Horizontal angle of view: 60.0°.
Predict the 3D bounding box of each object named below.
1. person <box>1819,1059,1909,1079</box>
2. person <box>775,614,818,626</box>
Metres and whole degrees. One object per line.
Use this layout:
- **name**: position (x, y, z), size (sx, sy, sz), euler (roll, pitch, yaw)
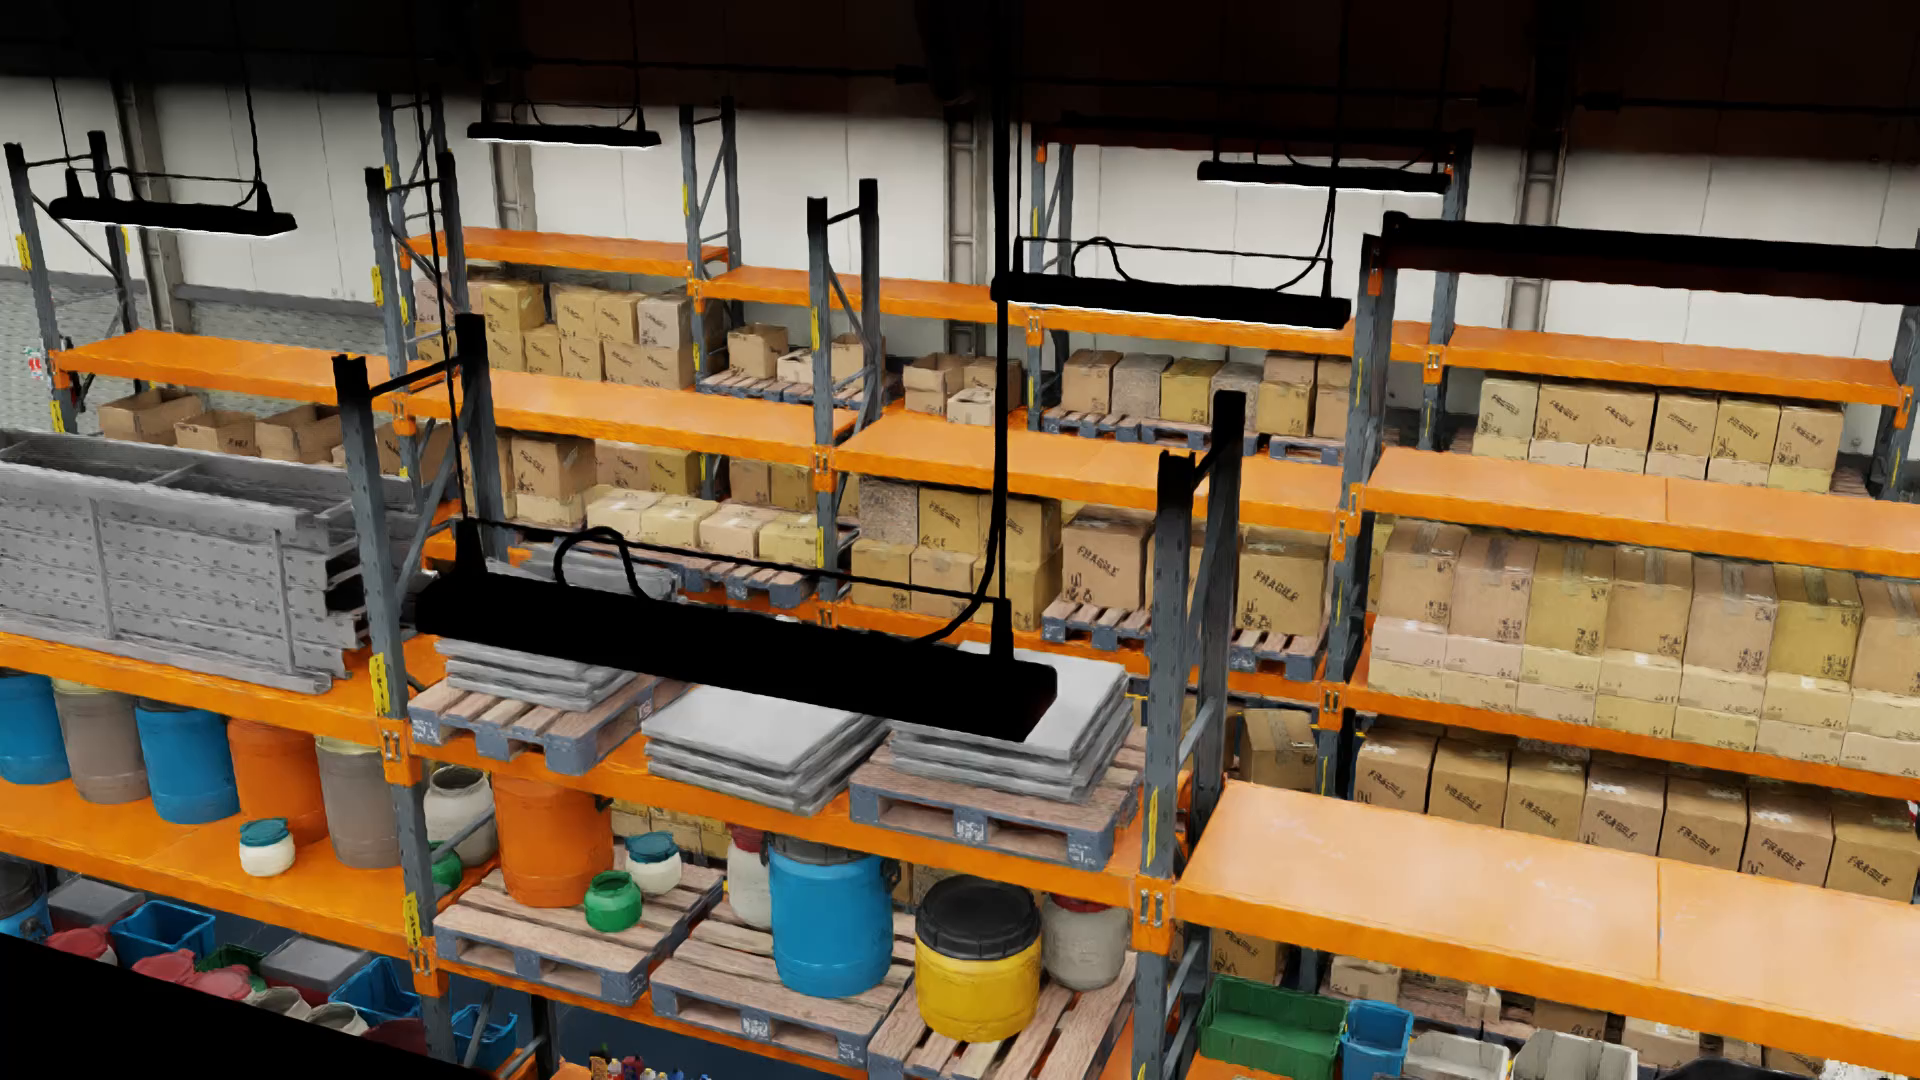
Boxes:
- **person**: position (5.558, 3.690, 10.341), size (0.588, 1.665, 0.398), euler (15, 26, 35)
- **person**: position (-1.739, 0.717, 18.077), size (0.888, 1.712, 0.735), euler (2, 21, 5)
